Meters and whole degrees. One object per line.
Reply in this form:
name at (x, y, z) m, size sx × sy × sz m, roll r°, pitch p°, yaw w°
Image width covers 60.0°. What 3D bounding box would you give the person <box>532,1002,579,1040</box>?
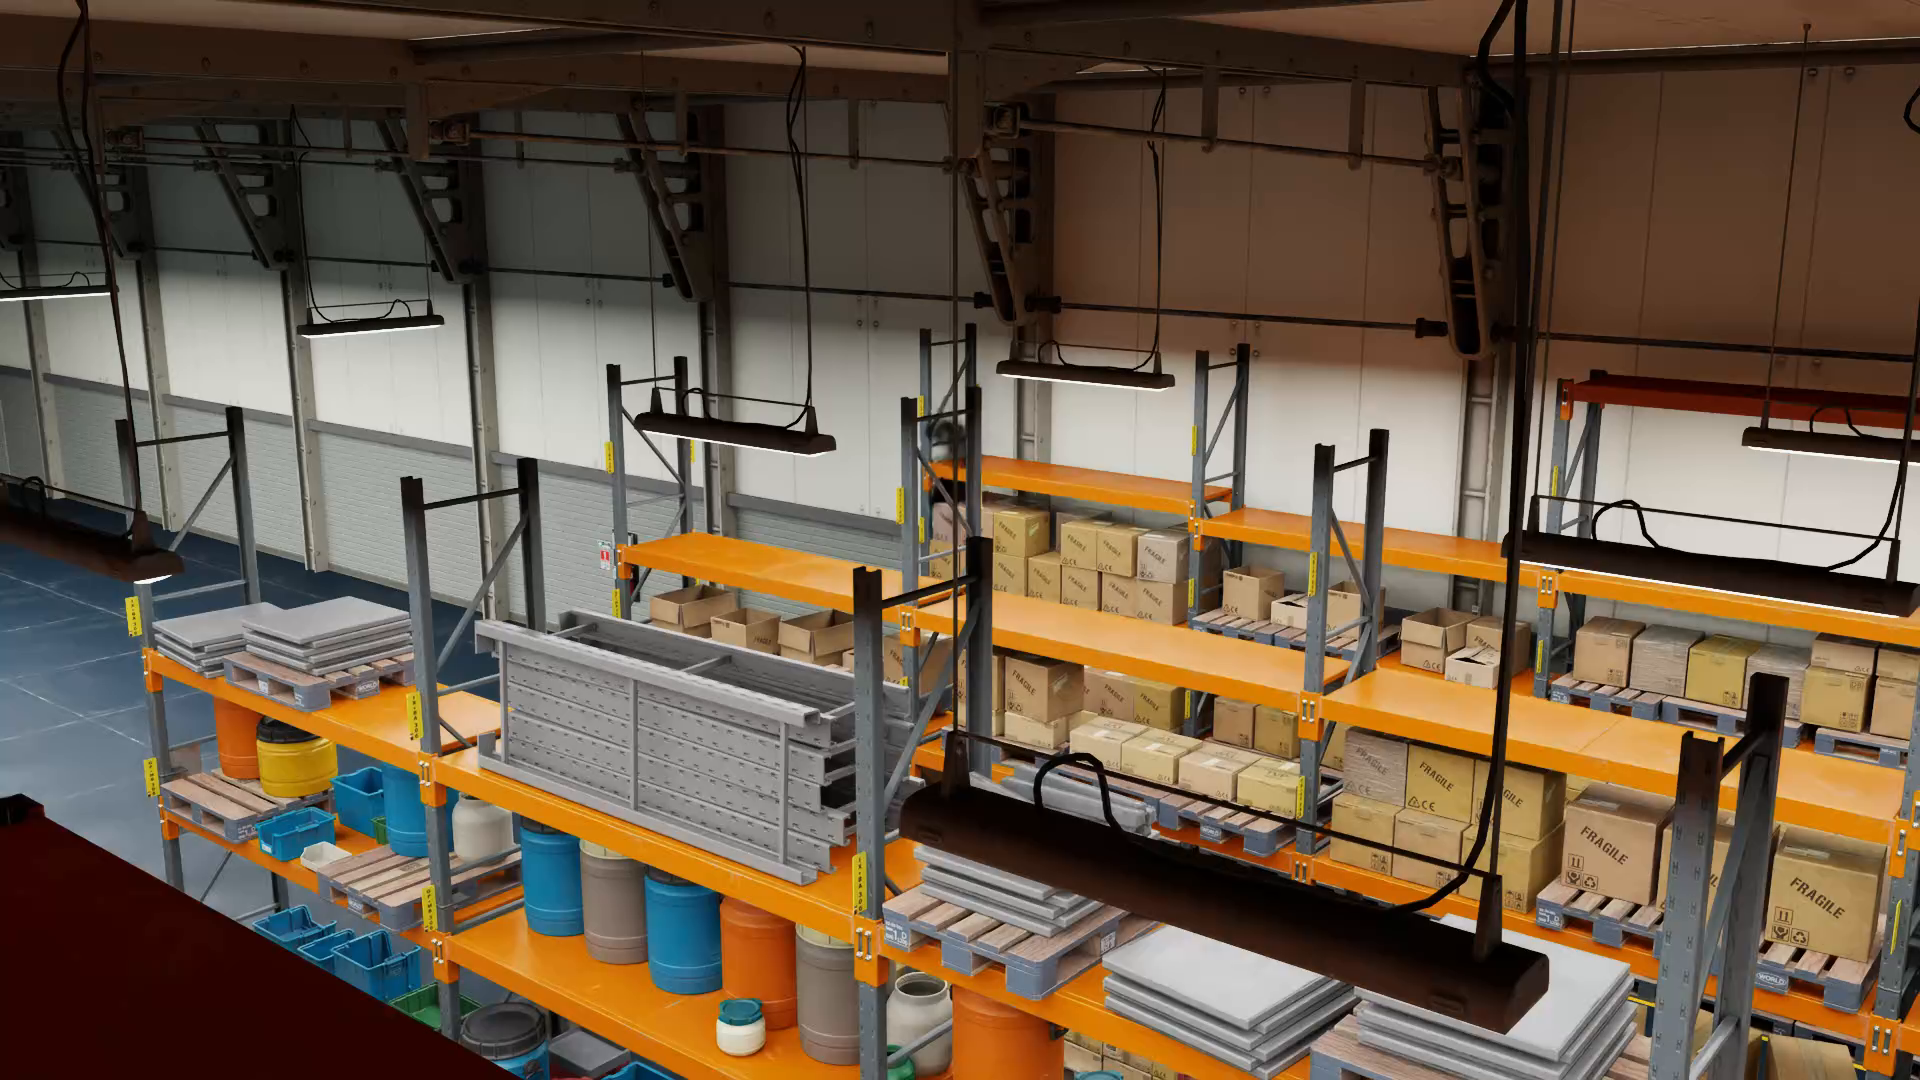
person at (-3.553, 3.968, 14.622) m, size 1.010 × 1.697 × 0.665 m, roll 7°, pitch 15°, yaw 30°
